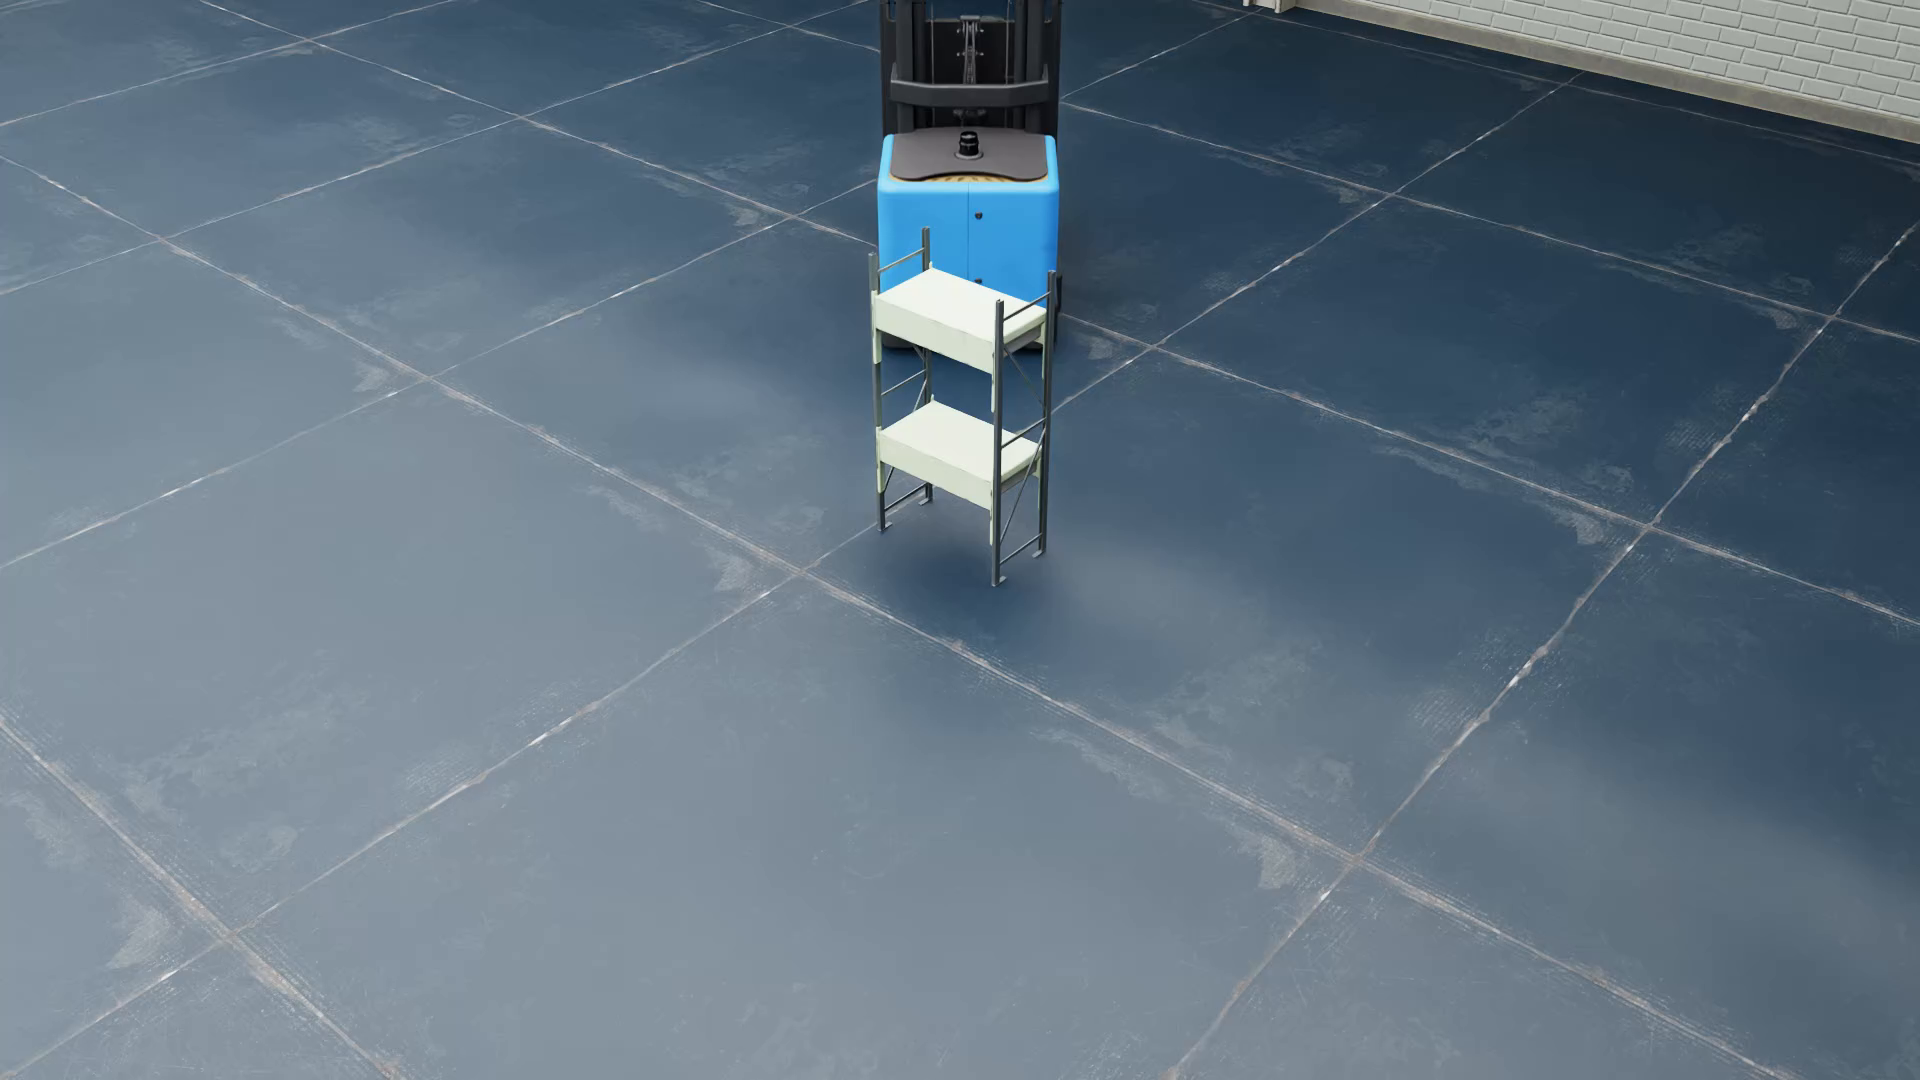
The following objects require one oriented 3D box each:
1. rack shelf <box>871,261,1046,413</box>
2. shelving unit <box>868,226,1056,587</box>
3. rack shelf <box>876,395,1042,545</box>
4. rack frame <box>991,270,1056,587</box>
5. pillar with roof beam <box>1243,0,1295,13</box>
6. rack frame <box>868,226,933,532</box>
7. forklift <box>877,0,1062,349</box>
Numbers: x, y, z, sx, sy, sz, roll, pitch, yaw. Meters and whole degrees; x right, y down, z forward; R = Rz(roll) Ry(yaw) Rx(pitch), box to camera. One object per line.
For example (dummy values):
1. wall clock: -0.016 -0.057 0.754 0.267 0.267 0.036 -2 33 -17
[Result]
1. rack shelf: 0.005 -0.938 7.601 0.720 0.370 0.431 25 42 32
2. shelving unit: 0.005 -0.616 7.822 0.755 1.500 0.431 25 42 32
3. rack shelf: 0.005 -0.347 8.006 0.720 0.370 0.431 25 42 32
4. rack frame: 0.286 -0.483 7.629 0.023 1.500 0.400 25 42 32
5. pillar with roof beam: 0.135 -6.826 10.241 0.400 9.000 9.100 25 42 32
6. rack frame: -0.276 -0.748 8.015 0.023 1.500 0.400 25 42 32
7. forklift: 0.065 -3.131 10.220 1.130 2.935 3.031 0 34 1
